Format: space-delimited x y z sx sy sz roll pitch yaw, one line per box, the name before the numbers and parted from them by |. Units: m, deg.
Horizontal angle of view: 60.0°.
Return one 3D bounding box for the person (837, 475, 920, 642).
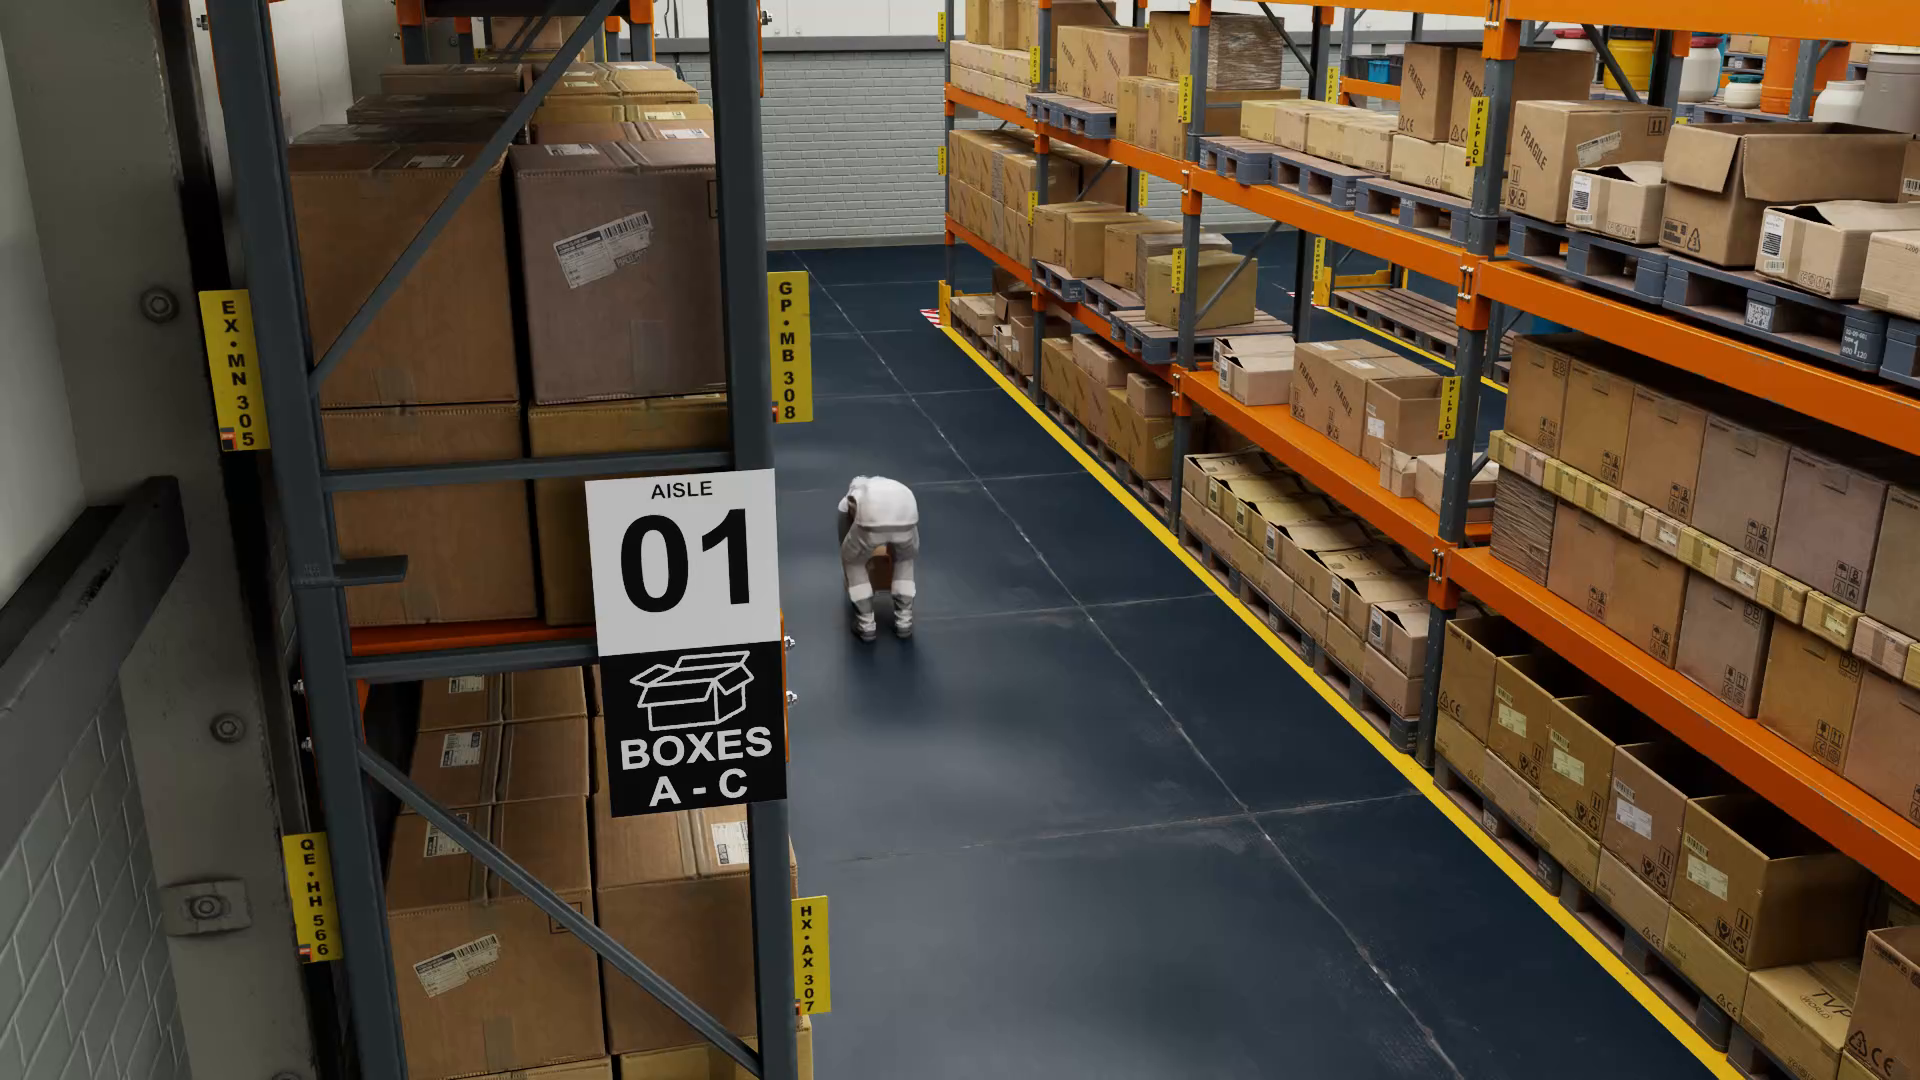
person | -0.554 0.053 10.990 0.504 1.047 0.960 -5 20 -15
